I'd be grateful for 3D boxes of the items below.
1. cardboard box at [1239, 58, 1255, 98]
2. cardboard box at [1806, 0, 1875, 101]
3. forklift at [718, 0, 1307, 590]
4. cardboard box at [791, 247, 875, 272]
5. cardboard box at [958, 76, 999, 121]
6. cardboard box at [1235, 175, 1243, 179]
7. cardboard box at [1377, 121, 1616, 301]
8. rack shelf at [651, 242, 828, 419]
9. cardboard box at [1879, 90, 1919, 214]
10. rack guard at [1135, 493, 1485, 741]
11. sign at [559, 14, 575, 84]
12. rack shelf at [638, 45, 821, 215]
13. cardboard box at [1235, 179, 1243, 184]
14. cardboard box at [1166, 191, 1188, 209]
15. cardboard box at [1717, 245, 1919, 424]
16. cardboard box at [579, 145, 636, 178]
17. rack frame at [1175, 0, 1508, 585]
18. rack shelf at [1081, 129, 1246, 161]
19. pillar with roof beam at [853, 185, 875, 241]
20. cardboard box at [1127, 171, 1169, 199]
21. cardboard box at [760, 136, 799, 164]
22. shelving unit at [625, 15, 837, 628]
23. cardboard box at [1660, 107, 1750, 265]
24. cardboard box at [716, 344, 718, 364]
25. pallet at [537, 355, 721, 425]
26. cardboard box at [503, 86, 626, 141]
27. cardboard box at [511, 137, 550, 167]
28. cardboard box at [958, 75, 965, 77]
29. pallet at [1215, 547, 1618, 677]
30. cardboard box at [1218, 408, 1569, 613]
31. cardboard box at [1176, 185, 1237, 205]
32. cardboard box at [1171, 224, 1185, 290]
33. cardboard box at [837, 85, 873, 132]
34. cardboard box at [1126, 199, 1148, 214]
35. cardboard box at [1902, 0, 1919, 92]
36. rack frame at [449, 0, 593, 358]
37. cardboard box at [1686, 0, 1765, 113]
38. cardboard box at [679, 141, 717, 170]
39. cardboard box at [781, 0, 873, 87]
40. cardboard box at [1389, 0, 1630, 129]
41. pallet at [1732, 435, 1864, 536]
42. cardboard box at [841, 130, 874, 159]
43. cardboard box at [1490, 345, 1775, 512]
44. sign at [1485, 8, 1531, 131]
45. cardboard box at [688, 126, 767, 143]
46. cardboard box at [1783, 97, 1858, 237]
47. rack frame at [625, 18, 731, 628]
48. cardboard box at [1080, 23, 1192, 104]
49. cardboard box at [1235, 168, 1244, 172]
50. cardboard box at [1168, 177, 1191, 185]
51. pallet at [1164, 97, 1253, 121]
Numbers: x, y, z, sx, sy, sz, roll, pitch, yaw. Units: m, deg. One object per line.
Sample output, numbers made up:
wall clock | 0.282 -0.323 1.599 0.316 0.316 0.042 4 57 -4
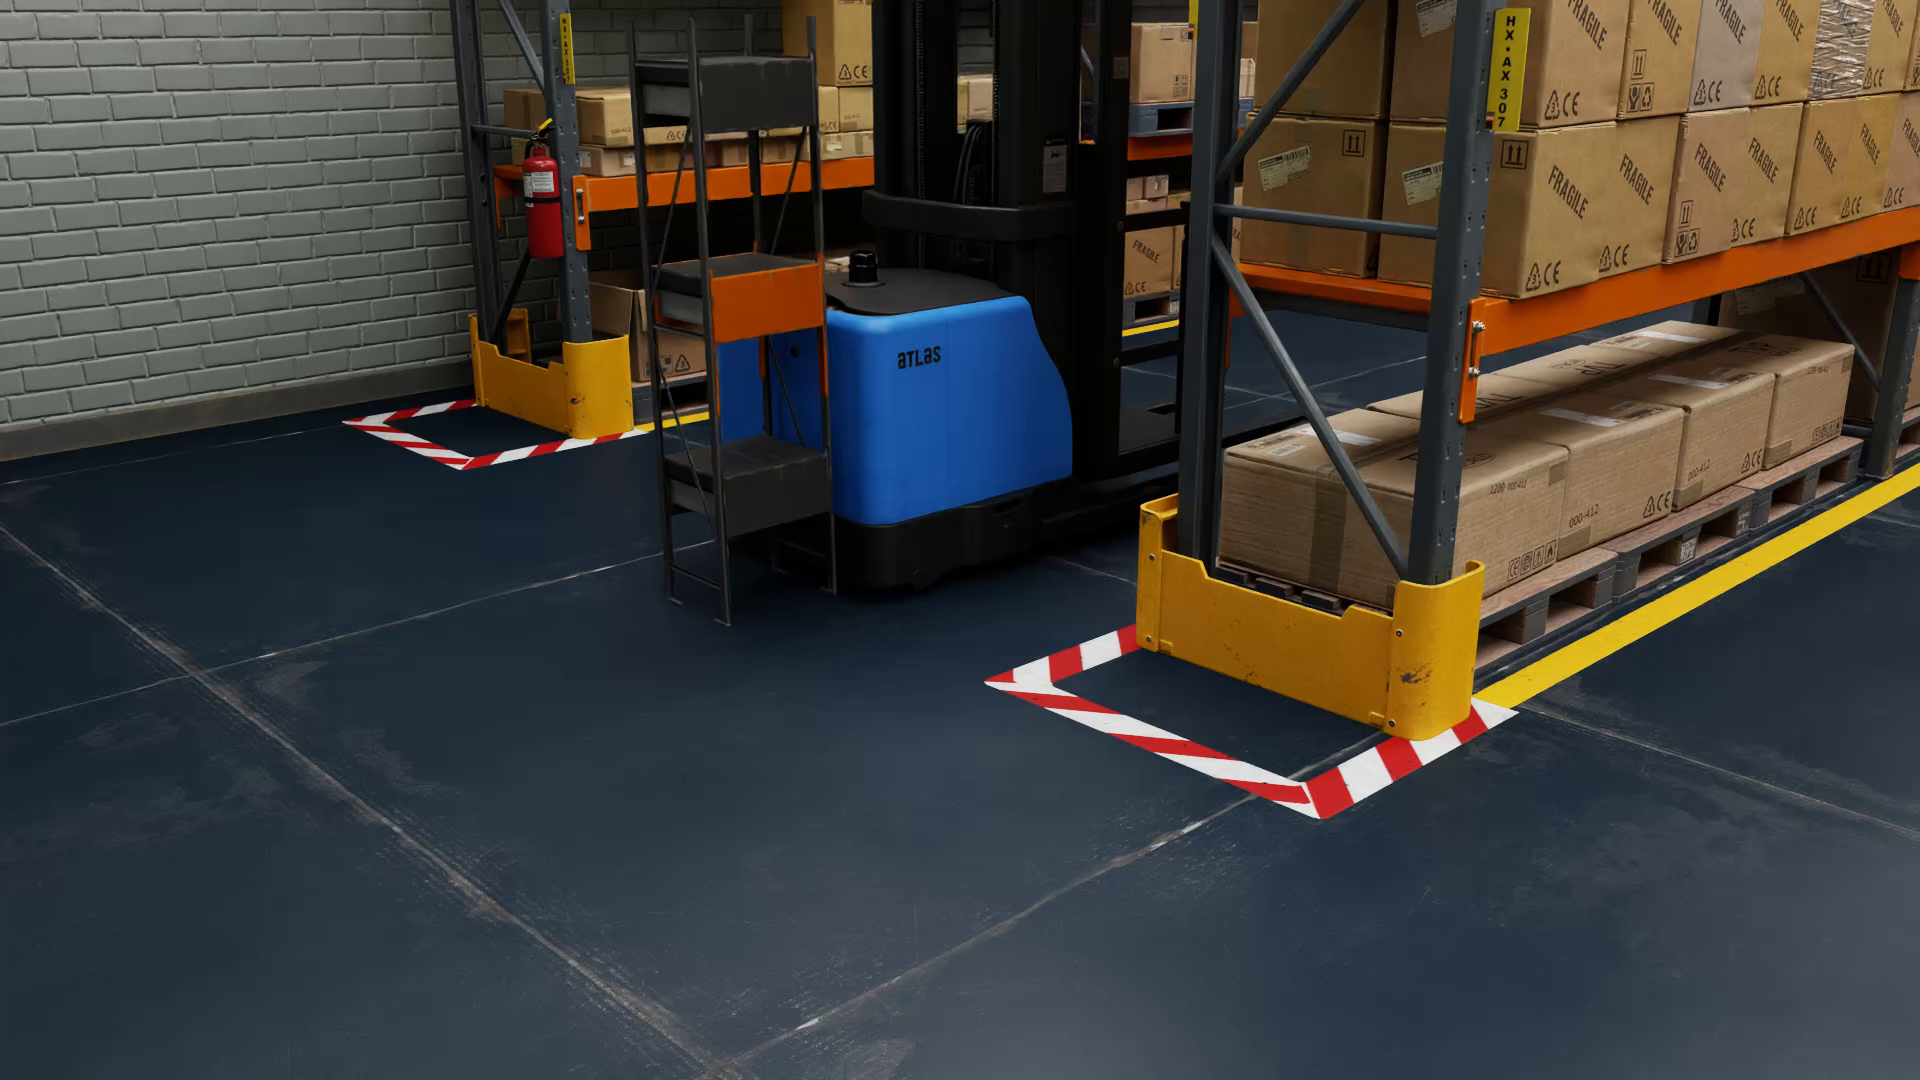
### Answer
cardboard box | 1.903 -3.279 11.771 0.258 0.266 0.396 -15 23 -38
cardboard box | 3.152 -1.969 6.410 0.500 0.500 0.500 -16 24 -40
forklift | 0.435 -1.571 7.079 3.031 2.935 1.130 -16 24 -41
cardboard box | -0.667 -1.468 10.021 0.500 0.500 0.500 -16 24 -40
cardboard box | 0.073 -2.733 10.311 0.500 0.250 0.500 -16 24 -41
cardboard box | 2.040 -2.775 13.000 0.250 0.149 0.380 -16 24 -40
cardboard box | 1.682 -1.060 5.230 0.500 0.500 0.500 -17 24 -41
rack shelf | -0.799 -0.764 5.970 0.480 0.518 0.431 -17 24 -39
cardboard box | 3.881 -1.715 7.249 0.500 0.500 0.500 -16 24 -40
rack guard | 1.119 0.219 5.500 0.348 0.500 1.175 -16 24 -41
sign | -1.904 -2.377 8.050 0.005 0.325 0.100 -16 24 -41
rack shelf | -0.806 -1.428 5.747 0.480 0.518 0.431 -17 24 -39
cardboard box | 2.155 -2.625 12.537 0.250 0.149 0.380 -16 24 -41
cardboard box | 1.400 -2.403 11.854 0.380 0.149 0.250 16 24 41
cardboard box | 4.438 -1.161 8.467 0.875 0.875 0.875 -15 23 -39
cardboard box | -1.849 -1.976 8.622 0.250 0.149 0.380 -16 24 -41
rack frame | 1.136 -0.975 5.130 0.127 3.000 1.000 -16 24 -41
rack shelf | 2.083 -3.016 12.591 4.000 0.370 1.077 -16 24 -41
pillar with roof beam | 2.462 -4.878 7.440 0.400 9.000 9.100 -16 24 -41
cardboard box | 1.229 -2.478 11.601 0.380 0.149 0.250 16 24 41
cardboard box | -1.114 -2.201 9.316 0.250 0.149 0.380 -16 24 -40
shelving unit | -0.799 -0.777 5.965 0.503 2.100 0.431 -17 24 -39
cardboard box | 2.413 -1.278 5.900 0.500 0.500 0.500 -16 24 -41
cardboard box | -1.432 -1.120 9.518 0.380 0.149 0.250 17 24 42
pallet | -1.643 -0.946 9.560 1.213 0.211 1.003 -16 24 -41
cardboard box | -2.125 -2.314 9.020 0.500 0.250 0.500 -15 23 -39
cardboard box | -2.220 -2.098 8.999 0.250 0.149 0.380 -17 24 -41
cardboard box | -0.275 -2.853 10.680 0.500 0.250 0.500 -17 24 -41
pallet | 1.663 0.164 6.137 1.213 0.211 1.003 -16 24 -41
cardboard box | 1.547 -0.119 5.961 0.875 0.438 0.875 17 24 42
cardboard box | 1.797 -2.509 12.180 0.250 0.149 0.380 -16 24 -41
cardboard box | 1.516 -2.112 12.009 0.500 0.500 0.500 -17 24 -42
cardboard box | -0.673 -2.521 9.658 0.500 0.250 0.500 -17 25 -42
cardboard box | 1.073 -2.270 11.444 0.250 0.149 0.380 -15 23 -38
cardboard box | 3.890 -2.184 7.075 0.500 0.500 0.500 -17 24 -41
rack frame | -2.277 -2.087 8.558 0.127 3.000 1.000 -16 24 -41
cardboard box | 2.420 -1.758 5.761 0.500 0.500 0.500 -16 24 -41
cardboard box | -1.529 -2.103 9.016 0.250 0.149 0.380 -17 24 -42
cardboard box | -0.672 -2.868 9.511 0.500 0.500 0.500 -15 24 -39
cardboard box | 1.681 -1.537 5.077 0.500 0.500 0.500 -17 25 -42
pallet | 3.436 -0.353 7.731 1.213 0.211 1.003 -16 24 -41
cardboard box | -0.702 -2.298 9.616 0.250 0.149 0.380 -16 24 -40
cardboard box | 2.863 -0.505 7.153 0.875 0.438 0.875 17 25 42
sign | 1.513 -1.299 4.597 0.005 0.325 0.100 -16 24 -41
cardboard box | -1.396 -2.300 8.975 0.500 0.250 0.500 -16 24 -40
cardboard box | 3.156 -1.495 6.570 0.500 0.500 0.500 -17 24 -42
rack frame | -0.980 -0.723 5.810 0.015 2.100 0.400 -17 24 -39
cardboard box | 1.135 -3.234 11.254 0.500 0.500 0.700 -15 24 -39
cardboard box | 2.345 -2.903 13.395 0.380 0.149 0.250 17 24 41
cardboard box | 1.610 -2.680 12.708 0.250 0.149 0.380 -16 24 -40
pallet | 2.126 -3.278 12.542 1.213 0.211 1.003 -16 24 -41
